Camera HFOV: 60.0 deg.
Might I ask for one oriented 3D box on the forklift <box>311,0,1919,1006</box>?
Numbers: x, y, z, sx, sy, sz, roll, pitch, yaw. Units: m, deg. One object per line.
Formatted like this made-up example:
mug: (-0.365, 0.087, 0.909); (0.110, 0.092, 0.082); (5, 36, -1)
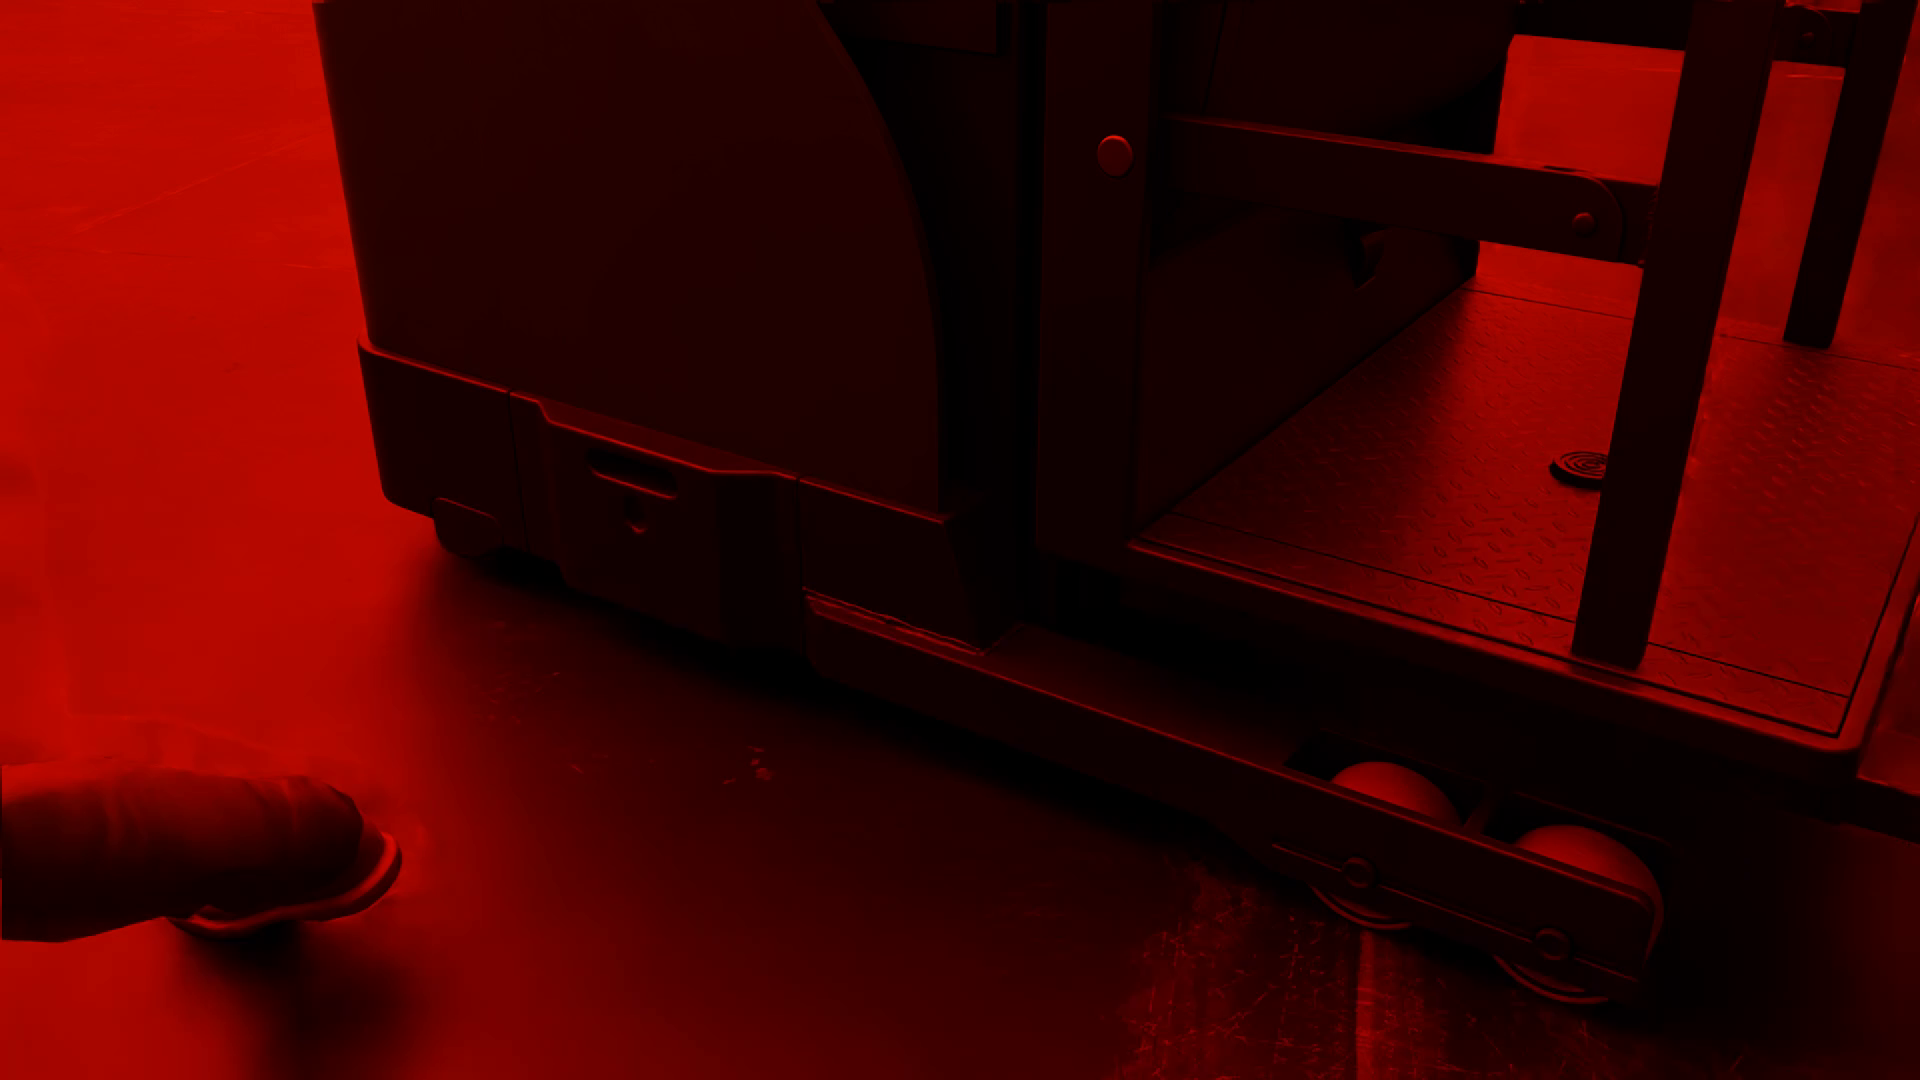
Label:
forklift: (0.638, -1.134, 1.494); (3.031, 2.935, 1.130); (17, 31, 30)

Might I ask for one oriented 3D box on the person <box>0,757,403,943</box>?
person: (-1.034, -0.088, 1.118); (0.987, 1.438, 0.886); (-1, 27, -3)
